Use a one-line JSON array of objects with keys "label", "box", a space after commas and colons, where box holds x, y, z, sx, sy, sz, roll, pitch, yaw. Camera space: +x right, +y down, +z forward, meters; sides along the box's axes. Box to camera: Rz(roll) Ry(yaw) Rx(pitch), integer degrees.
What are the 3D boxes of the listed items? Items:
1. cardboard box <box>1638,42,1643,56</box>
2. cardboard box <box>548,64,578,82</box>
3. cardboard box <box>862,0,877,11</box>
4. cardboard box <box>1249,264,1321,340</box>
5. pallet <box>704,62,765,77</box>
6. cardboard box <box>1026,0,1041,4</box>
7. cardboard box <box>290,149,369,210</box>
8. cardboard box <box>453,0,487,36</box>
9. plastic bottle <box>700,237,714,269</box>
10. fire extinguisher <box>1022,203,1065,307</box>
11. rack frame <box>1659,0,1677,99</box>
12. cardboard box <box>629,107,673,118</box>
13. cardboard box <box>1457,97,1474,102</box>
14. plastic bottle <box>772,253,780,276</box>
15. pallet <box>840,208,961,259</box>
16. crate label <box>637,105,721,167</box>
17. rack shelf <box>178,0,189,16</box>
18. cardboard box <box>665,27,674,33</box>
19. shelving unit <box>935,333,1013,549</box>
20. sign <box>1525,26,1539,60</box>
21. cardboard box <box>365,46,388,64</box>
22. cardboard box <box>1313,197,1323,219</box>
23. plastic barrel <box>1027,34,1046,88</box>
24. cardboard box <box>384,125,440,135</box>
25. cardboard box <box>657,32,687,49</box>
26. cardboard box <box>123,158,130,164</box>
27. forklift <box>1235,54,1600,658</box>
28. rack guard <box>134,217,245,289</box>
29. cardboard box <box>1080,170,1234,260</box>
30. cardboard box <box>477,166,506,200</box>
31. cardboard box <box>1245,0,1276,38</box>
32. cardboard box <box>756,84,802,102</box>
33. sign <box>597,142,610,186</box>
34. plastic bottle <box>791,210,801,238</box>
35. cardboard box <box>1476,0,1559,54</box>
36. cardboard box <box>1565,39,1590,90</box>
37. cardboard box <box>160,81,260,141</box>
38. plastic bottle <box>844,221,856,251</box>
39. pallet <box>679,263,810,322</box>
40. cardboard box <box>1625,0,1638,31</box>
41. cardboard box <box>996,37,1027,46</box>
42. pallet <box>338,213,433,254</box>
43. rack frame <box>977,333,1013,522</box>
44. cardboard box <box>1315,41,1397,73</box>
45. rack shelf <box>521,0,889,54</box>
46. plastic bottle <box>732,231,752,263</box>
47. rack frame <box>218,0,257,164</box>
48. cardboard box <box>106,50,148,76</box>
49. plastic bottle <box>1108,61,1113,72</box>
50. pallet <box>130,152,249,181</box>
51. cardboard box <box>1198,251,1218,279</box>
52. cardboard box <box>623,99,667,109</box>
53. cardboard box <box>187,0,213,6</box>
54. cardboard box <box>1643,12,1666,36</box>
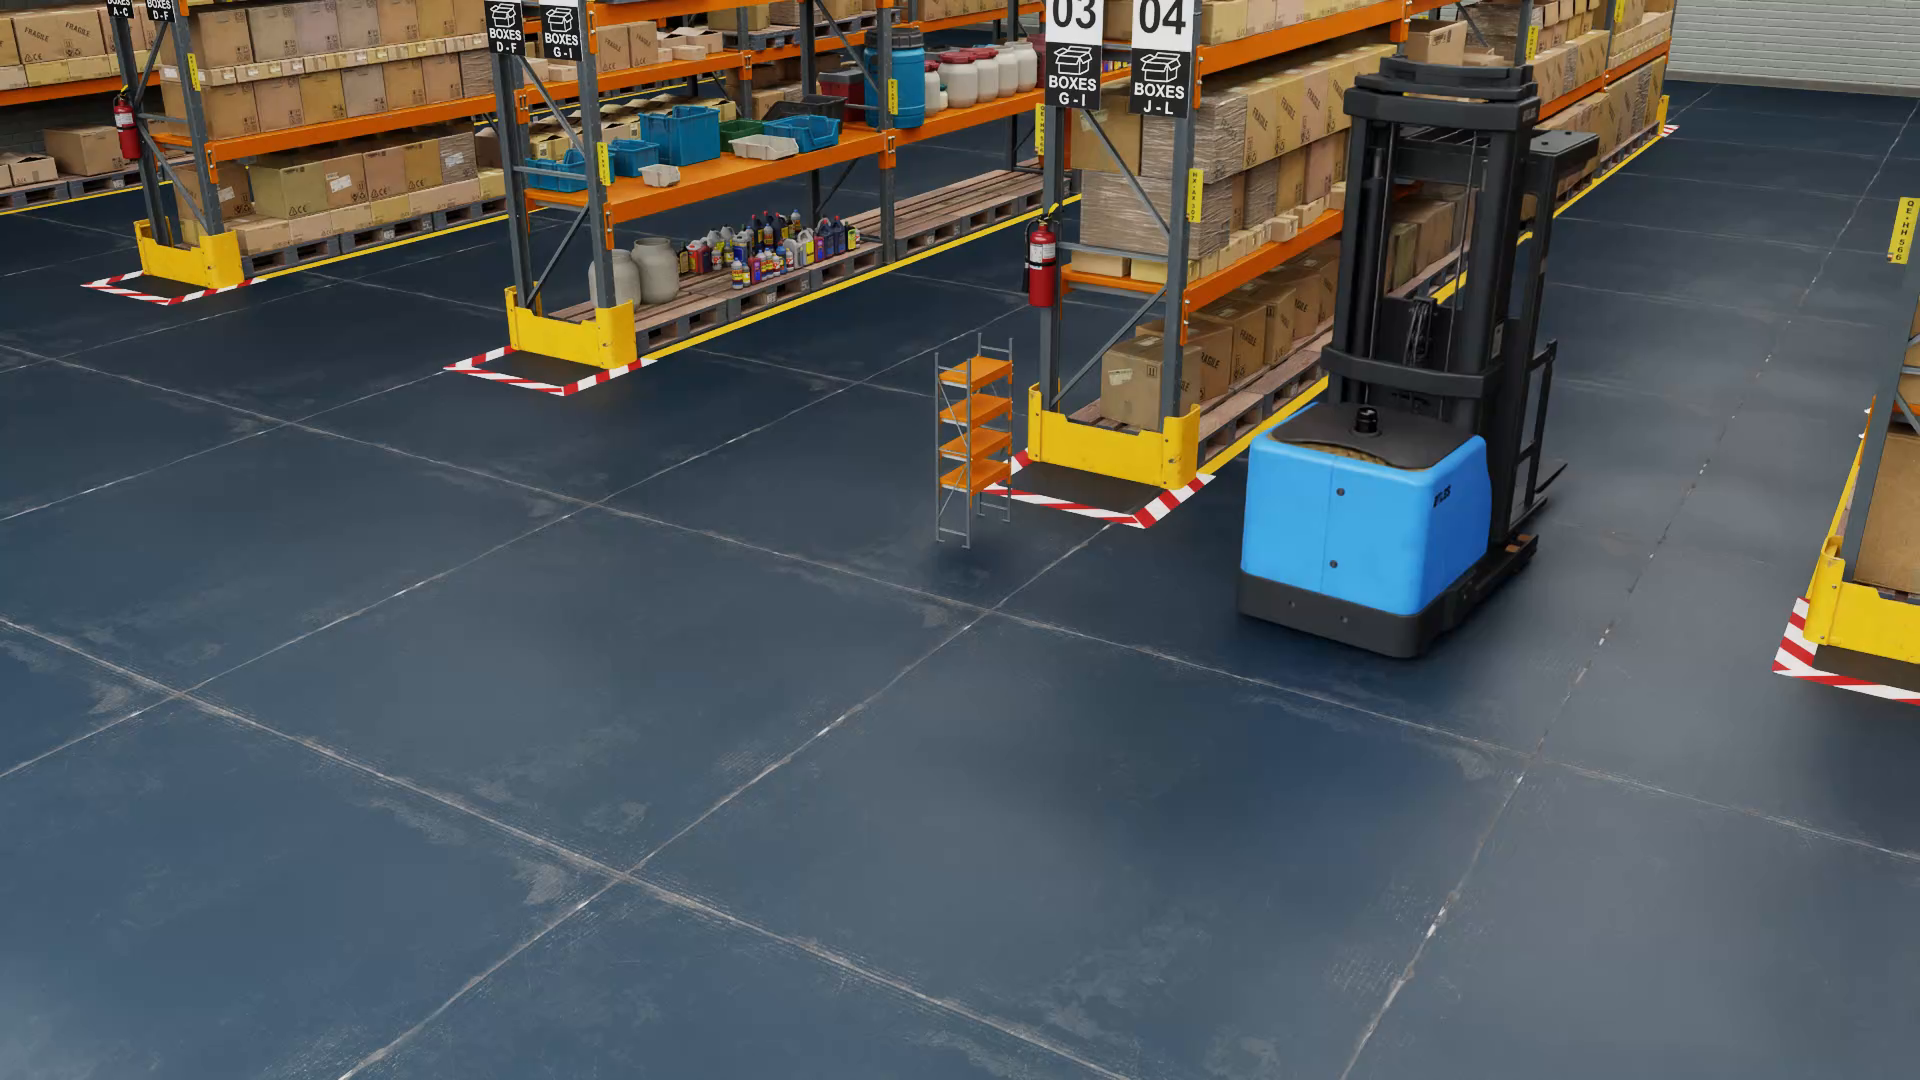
[{"label": "cardboard box", "box": [8.583, -6.345, 21.448, 0.380, 0.149, 0.250, 13, 27, 27]}, {"label": "cardboard box", "box": [-4.669, -5.422, 19.315, 0.380, 0.149, 0.250, 14, 27, 29]}, {"label": "cardboard box", "box": [-1.530, -8.107, 24.546, 0.700, 0.500, 0.500, 5, 24, 11]}, {"label": "cardboard box", "box": [2.563, -1.928, 13.545, 0.500, 0.500, 0.500, -18, 29, -36]}, {"label": "pallet", "box": [-4.191, -8.392, 29.369, 1.003, 0.211, 1.213, 14, 27, 29]}, {"label": "cardboard box", "box": [1.014, -9.169, 27.528, 0.500, 0.500, 0.500, 15, 27, 31]}, {"label": "cardboard box", "box": [-6.434, -3.681, 16.966, 0.500, 0.500, 0.500, 14, 27, 29]}, {"label": "cardboard box", "box": [-5.539, -5.771, 18.047, 0.700, 0.500, 0.500, 14, 27, 29]}, {"label": "plastic bottle", "box": [-2.388, -2.681, 15.543, 0.152, 0.276, 0.135, 13, 27, 28]}, {"label": "fire extinguisher", "box": [0.542, -1.876, 10.906, 0.296, 0.674, 0.183, 14, 27, 29]}, {"label": "rack frame", "box": [9.433, -7.254, 23.231, 1.000, 3.000, 0.127, 14, 27, 29]}, {"label": "cardboard box", "box": [-3.805, -5.244, 20.815, 0.500, 0.311, 0.500, 14, 27, 29]}, {"label": "cardboard box", "box": [4.563, -4.065, 15.506, 0.396, 0.266, 0.258, 13, 27, 27]}, {"label": "plastic bottle", "box": [-1.707, -2.539, 15.308, 0.097, 0.201, 0.097, 0, 23, 0]}, {"label": "pallet", "box": [-0.723, -3.235, 17.458, 1.003, 0.211, 1.213, 14, 27, 29]}, {"label": "crate label", "box": [-2.473, -3.586, 14.713, 0.502, 0.435, 0.616, 14, 27, 29]}, {"label": "rack shelf", "box": [-6.365, -5.652, 16.661, 1.077, 0.370, 4.000, 14, 27, 29]}, {"label": "cardboard box", "box": [-5.065, -8.585, 28.106, 0.380, 0.149, 0.250, 14, 27, 29]}, {"label": "shelving unit", "box": [0.087, -0.606, 10.141, 0.258, 1.200, 0.503, 14, 27, 29]}, {"label": "sign", "box": [5.680, -4.938, 16.524, 0.100, 0.325, 0.005, 14, 27, 29]}, {"label": "cardboard box", "box": [-6.081, -4.969, 17.011, 0.380, 0.149, 0.250, 15, 28, 31]}, {"label": "cardboard box", "box": [2.538, -2.543, 12.664, 0.380, 0.149, 0.250, 14, 27, 29]}, {"label": "plastic barrel", "box": [1.018, -5.434, 18.856, 0.600, 0.536, 0.708, 14, 27, 29]}, {"label": "cardboard box", "box": [-6.078, -4.295, 18.383, 0.500, 0.500, 0.500, 14, 27, 29]}, {"label": "cardboard box", "box": [-3.837, -6.329, 21.206, 0.500, 0.311, 0.500, 14, 27, 28]}, {"label": "cardboard box", "box": [-10.382, -4.676, 20.310, 0.380, 0.149, 0.250, 12, 26, 25]}, {"label": "forklift", "box": [2.805, -1.256, 9.461, 1.130, 2.935, 3.031, 16, 28, 33]}, {"label": "rack guard", "box": [-7.433, -2.776, 16.033, 1.175, 0.500, 0.348, 14, 27, 29]}, {"label": "cardboard box", "box": [1.307, -2.216, 11.093, 0.875, 0.500, 0.500, 14, 27, 29]}, {"label": "cardboard box", "box": [-5.369, -4.010, 18.669, 0.500, 0.250, 0.500, 14, 27, 29]}, {"label": "cardboard box", "box": [1.734, -3.445, 10.846, 0.500, 0.250, 0.500, 13, 27, 28]}, {"label": "cardboard box", "box": [-2.446, -5.957, 22.828, 0.500, 0.500, 0.500, 13, 27, 27]}, {"label": "sign", "box": [-2.749, -2.902, 12.829, 0.100, 0.325, 0.005, 14, 27, 29]}, {"label": "plastic bottle", "box": [-1.645, -3.176, 16.691, 0.097, 0.271, 0.097, 0, 23, 0]}, {"label": "cardboard box", "box": [5.959, -5.523, 17.843, 0.797, 0.503, 0.637, 15, 27, 30]}, {"label": "cardboard box", "box": [6.772, -5.391, 18.802, 0.500, 0.500, 0.500, 14, 27, 28]}, {"label": "cardboard box", "box": [-7.163, -4.132, 15.893, 0.700, 0.500, 0.500, 14, 27, 29]}, {"label": "plastic bottle", "box": [-1.078, -2.966, 16.190, 0.061, 0.283, 0.133, 15, 28, 32]}, {"label": "pallet", "box": [-2.137, -2.331, 15.368, 1.003, 0.211, 1.213, 14, 27, 29]}, {"label": "cardboard box", "box": [8.060, -6.588, 20.564, 0.500, 0.500, 0.500, 14, 27, 29]}, {"label": "cardboard box", "box": [0.942, -8.151, 27.895, 0.500, 0.500, 0.500, 14, 27, 29]}, {"label": "pallet", "box": [-6.408, -3.328, 17.672, 1.003, 0.211, 1.213, 14, 27, 29]}, {"label": "rack frame", "box": [0.216, -0.689, 10.331, 0.240, 1.200, 0.015, 14, 27, 29]}, {"label": "cardboard box", "box": [3.100, -3.635, 13.113, 0.500, 0.500, 0.500, 14, 27, 29]}, {"label": "rack shelf", "box": [-2.159, -4.613, 14.260, 1.077, 0.370, 4.000, 14, 27, 29]}, {"label": "plastic bottle", "box": [-2.067, -2.778, 15.767, 0.152, 0.276, 0.135, 14, 27, 29]}, {"label": "rack frame", "box": [-9.521, -6.318, 21.068, 1.000, 3.000, 0.127, 14, 27, 29]}, {"label": "cardboard box", "box": [-10.035, -5.695, 19.794, 0.500, 0.250, 0.500, 14, 27, 29]}, {"label": "plastic bottle", "box": [1.753, -5.769, 19.957, 0.152, 0.276, 0.135, 14, 27, 29]}, {"label": "pallet", "box": [-9.845, -4.804, 21.082, 1.003, 0.211, 1.213, 14, 27, 29]}, {"label": "cardboard box", "box": [1.495, -1.865, 11.099, 0.380, 0.149, 0.250, 14, 27, 29]}, {"label": "cardboard box", "box": [-3.996, -5.525, 21.463, 0.500, 0.311, 0.500, 13, 27, 28]}, {"label": "cardboard box", "box": [-9.508, -6.378, 20.427, 0.500, 0.500, 0.500, 14, 27, 29]}, {"label": "cardboard box", "box": [9.135, -6.931, 22.300, 0.500, 0.250, 0.500, 13, 27, 28]}]
